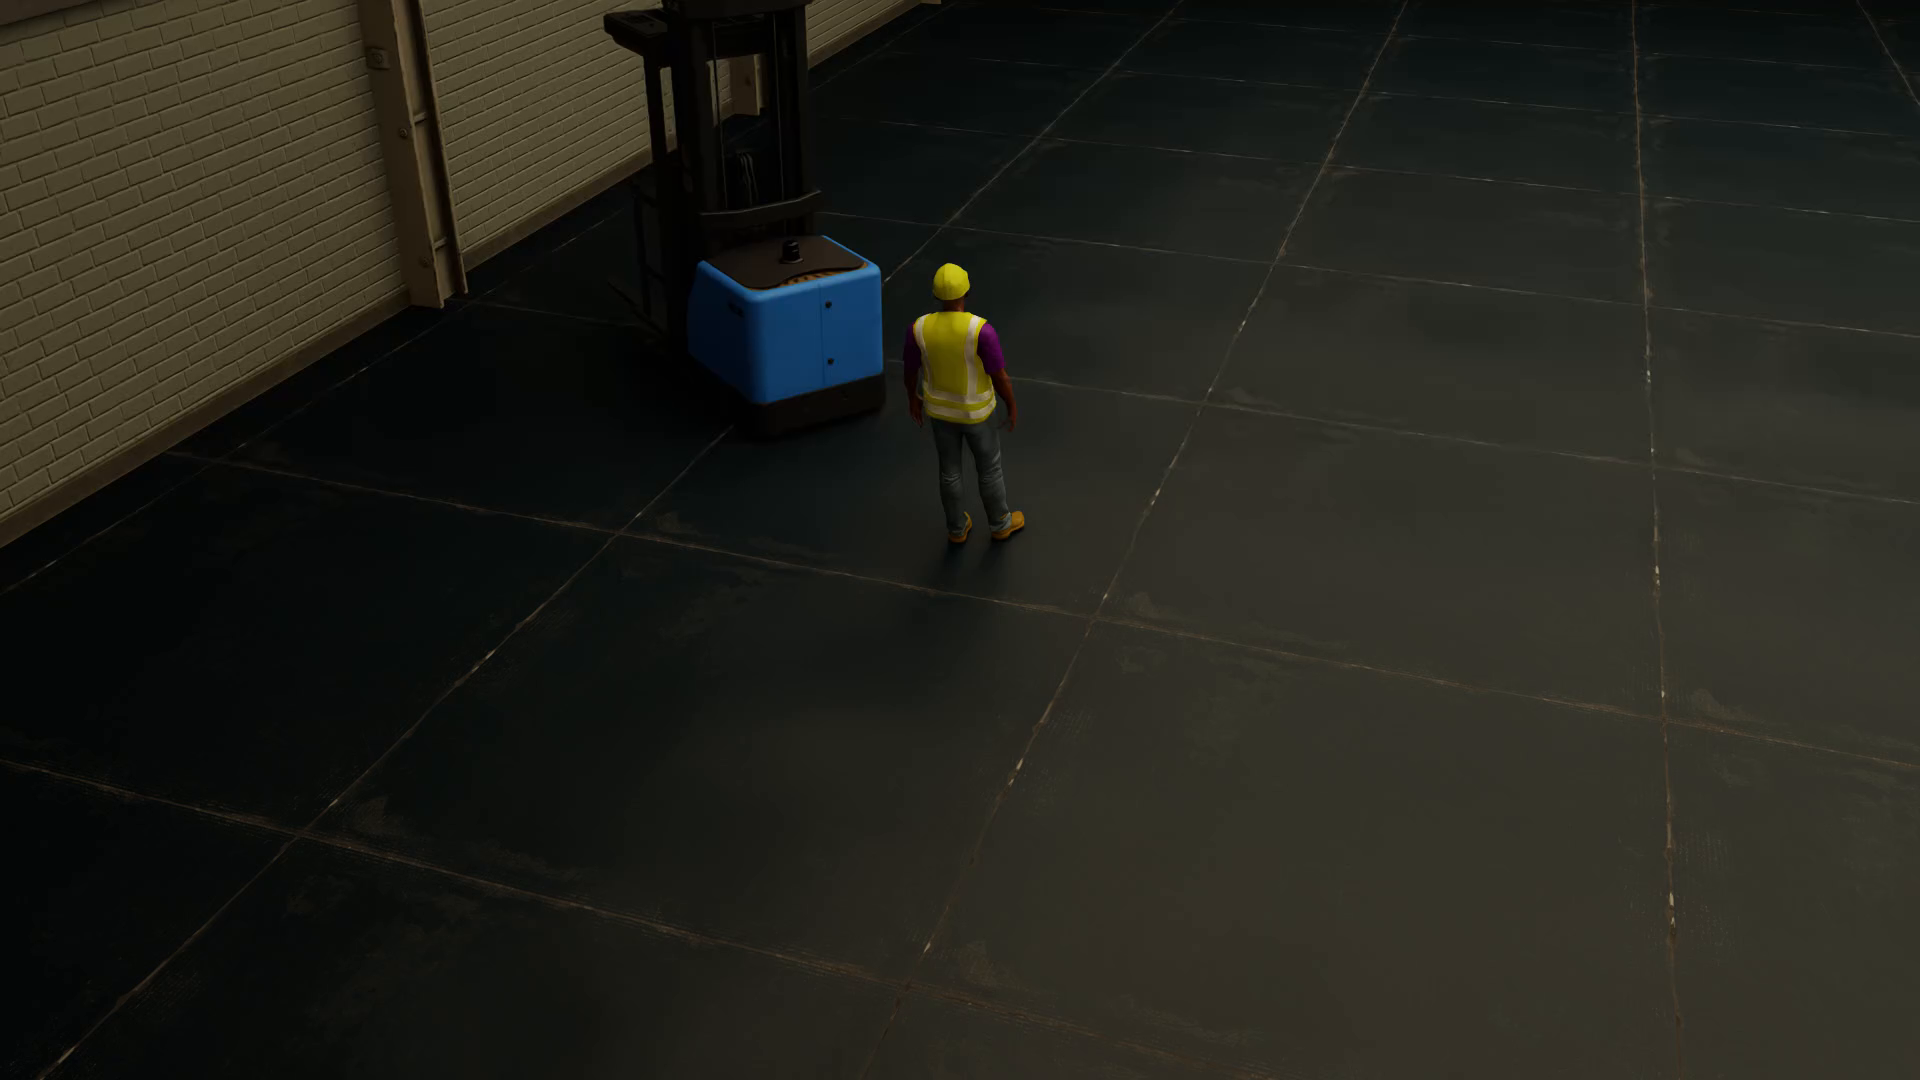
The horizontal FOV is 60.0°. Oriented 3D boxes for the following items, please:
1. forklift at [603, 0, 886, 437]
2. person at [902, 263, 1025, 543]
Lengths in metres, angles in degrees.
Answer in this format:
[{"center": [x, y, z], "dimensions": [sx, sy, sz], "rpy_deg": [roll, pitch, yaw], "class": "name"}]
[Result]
[{"center": [-1.747, -2.653, 11.790], "dimensions": [1.130, 2.935, 3.031], "rpy_deg": [-18, 34, -29], "class": "forklift"}, {"center": [0.027, -0.805, 9.712], "dimensions": [0.666, 1.768, 0.575], "rpy_deg": [10, 31, 16], "class": "person"}]
